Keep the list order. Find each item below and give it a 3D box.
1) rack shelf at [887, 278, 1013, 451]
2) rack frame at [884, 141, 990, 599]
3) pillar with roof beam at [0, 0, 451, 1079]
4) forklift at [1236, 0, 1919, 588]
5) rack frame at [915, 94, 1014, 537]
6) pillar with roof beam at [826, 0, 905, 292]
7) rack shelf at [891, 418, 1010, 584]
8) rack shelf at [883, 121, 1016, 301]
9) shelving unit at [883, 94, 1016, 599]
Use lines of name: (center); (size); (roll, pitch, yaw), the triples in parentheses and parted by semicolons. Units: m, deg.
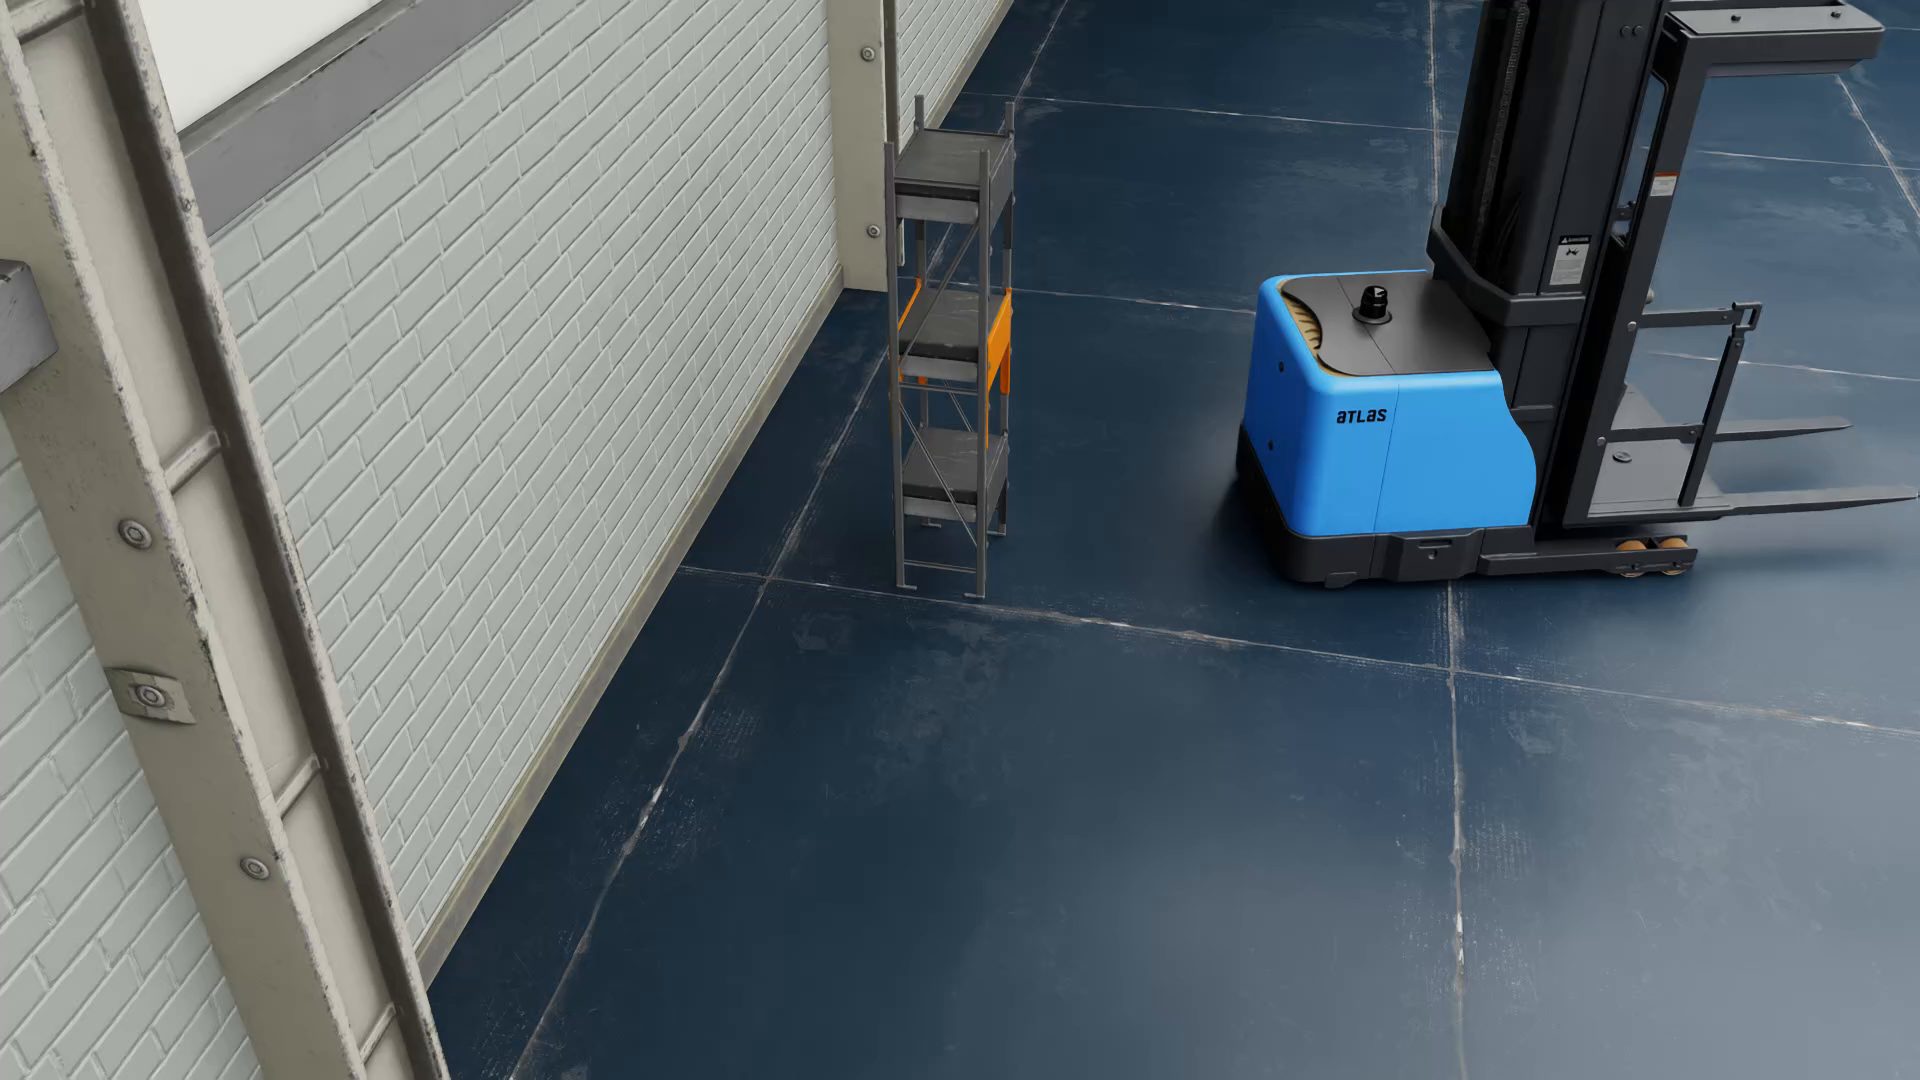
rack shelf: (-0.035, -0.744, 7.011); (0.431, 0.518, 0.480); (7, 37, 10)
rack frame: (-0.087, -0.615, 6.810); (0.400, 2.100, 0.015); (7, 37, 10)
pillar with roof beam: (2.397, -1.252, 1.810); (9.100, 9.000, 0.400); (7, 37, 10)
forklift: (2.896, -1.325, 7.081); (3.031, 2.935, 1.130); (-3, 36, -4)
rack frame: (0.017, -0.895, 7.196); (0.400, 2.100, 0.015); (7, 37, 10)
pillar with roof beam: (3.678, -4.692, 6.556); (9.100, 9.000, 0.400); (7, 37, 10)
rack shelf: (-0.035, -0.177, 7.422); (0.431, 0.518, 0.480); (7, 37, 10)
rack shelf: (-0.035, -1.311, 6.600); (0.431, 0.518, 0.480); (7, 37, 10)
shelving unit: (-0.035, -0.755, 7.003); (0.431, 2.100, 0.503); (7, 37, 10)
